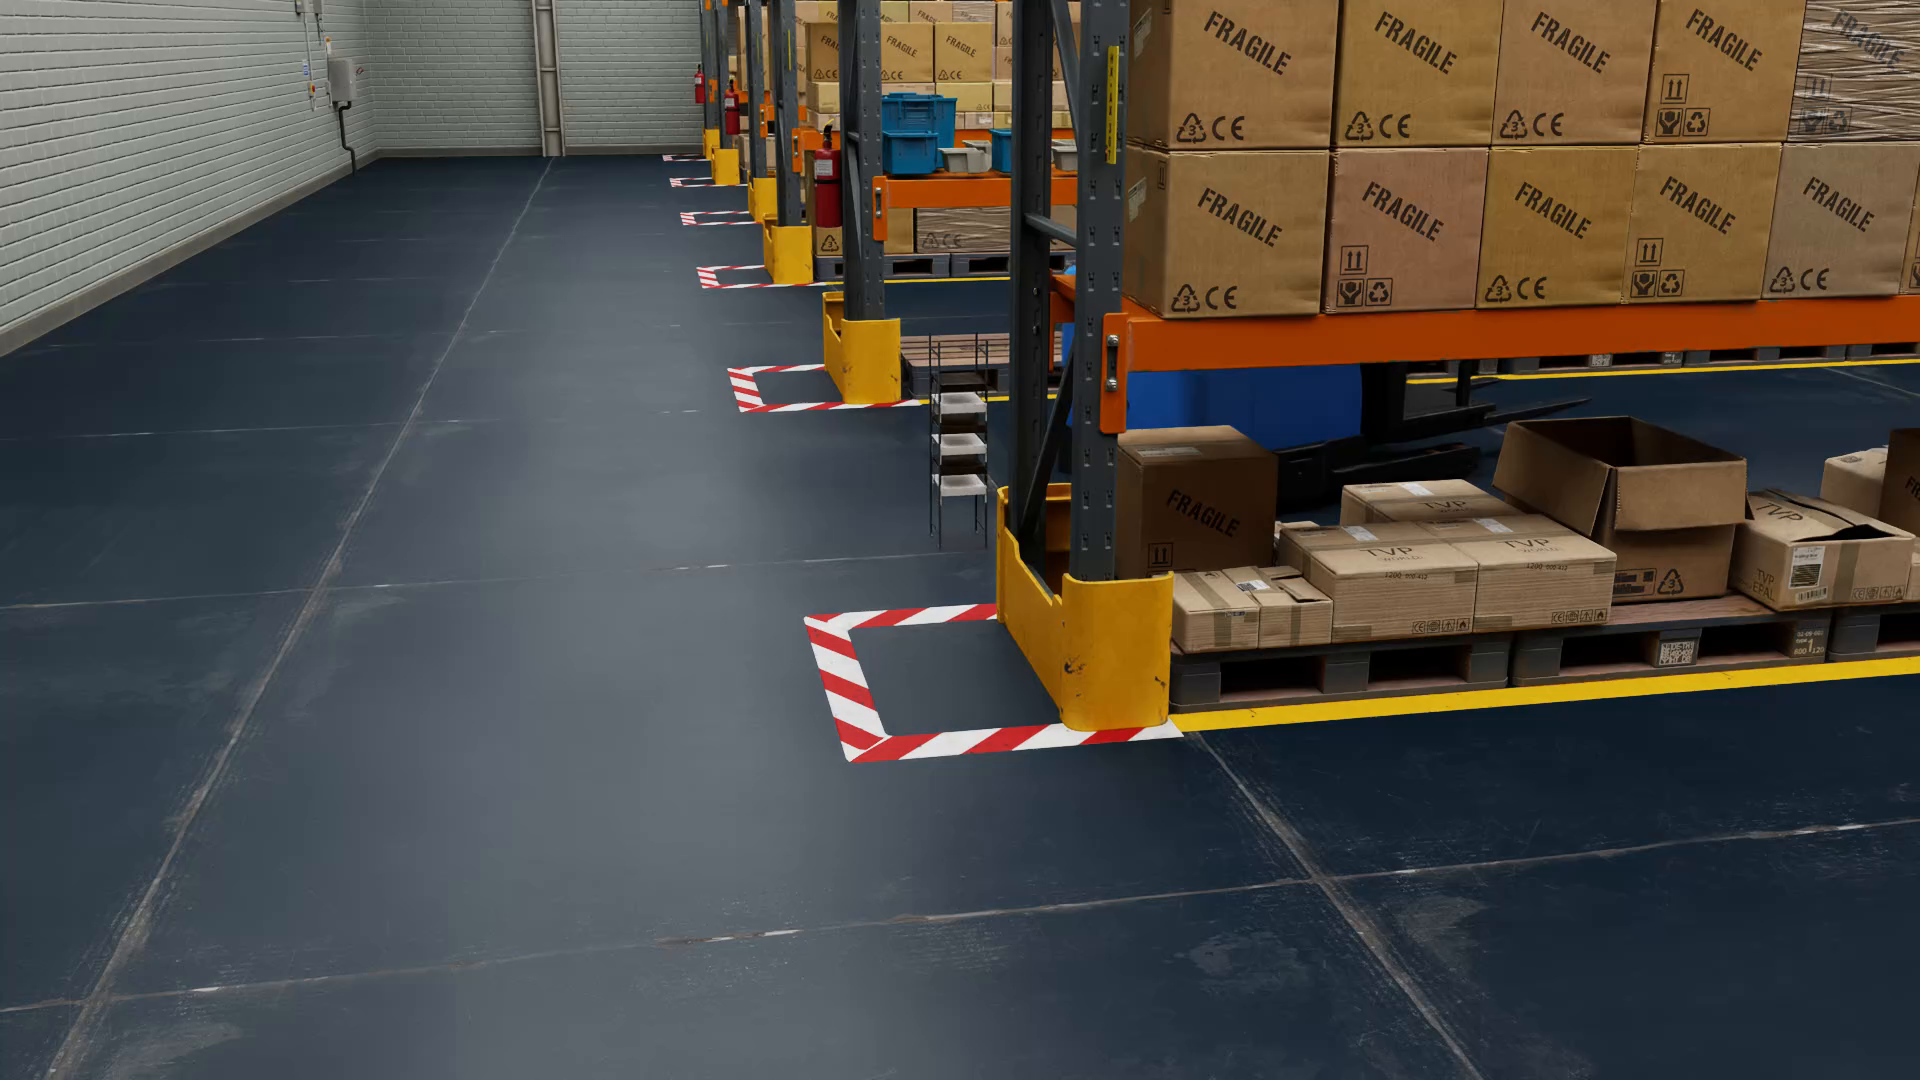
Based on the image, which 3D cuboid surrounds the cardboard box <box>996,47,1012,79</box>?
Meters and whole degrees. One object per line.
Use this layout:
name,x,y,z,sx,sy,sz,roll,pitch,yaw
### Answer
cardboard box,0.611,-5.559,19.610,0.500,0.500,0.500,-4,17,-12

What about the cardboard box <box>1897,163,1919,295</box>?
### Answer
cardboard box,3.312,-1.132,5.701,0.500,0.500,0.500,-3,17,-9

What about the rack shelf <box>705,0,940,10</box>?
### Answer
rack shelf,-2.404,-9.337,28.702,4.000,0.370,1.077,-3,17,-10

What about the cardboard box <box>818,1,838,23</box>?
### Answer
cardboard box,-1.399,-5.930,19.113,0.500,0.500,0.500,-3,17,-9

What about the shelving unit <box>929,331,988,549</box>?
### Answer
shelving unit,-0.008,-0.430,7.161,0.210,0.900,0.258,-3,17,-10

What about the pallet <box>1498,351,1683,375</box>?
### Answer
pallet,4.090,-1.341,11.302,1.213,0.211,1.003,-3,17,-10

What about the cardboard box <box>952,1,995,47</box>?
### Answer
cardboard box,0.121,-6.015,19.391,0.500,0.500,0.500,-3,17,-9

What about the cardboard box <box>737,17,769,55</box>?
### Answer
cardboard box,-2.897,-7.175,23.674,0.500,0.500,0.500,-4,17,-12

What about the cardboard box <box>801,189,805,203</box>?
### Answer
cardboard box,-1.809,-4.058,19.540,0.250,0.149,0.380,-3,17,-9

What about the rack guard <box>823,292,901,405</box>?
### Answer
rack guard,-0.624,-1.220,10.417,0.348,0.500,1.175,-3,17,-10

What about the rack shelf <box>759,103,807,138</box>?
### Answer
rack shelf,-0.421,-5.051,19.857,4.000,0.370,1.077,-3,17,-10

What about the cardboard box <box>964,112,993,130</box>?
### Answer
cardboard box,0.130,-3.725,14.742,0.250,0.149,0.380,-3,17,-11

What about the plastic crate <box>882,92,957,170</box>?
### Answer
plastic crate,-0.310,-2.538,10.288,0.499,0.435,0.616,-3,17,-10

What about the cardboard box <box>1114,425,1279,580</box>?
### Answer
cardboard box,0.820,-0.109,6.049,0.500,0.500,0.500,-3,17,-10

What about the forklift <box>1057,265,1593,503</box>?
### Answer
forklift,1.993,-1.799,8.161,3.031,2.935,1.130,-11,20,-31

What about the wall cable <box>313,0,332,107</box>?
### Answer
wall cable,-9.235,-7.278,24.152,0.122,1.984,0.588,-3,17,-10

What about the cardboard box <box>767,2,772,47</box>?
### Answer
cardboard box,-1.982,-6.049,19.500,0.500,0.500,0.500,-4,17,-12

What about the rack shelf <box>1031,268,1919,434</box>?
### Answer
rack shelf,2.296,-0.760,5.885,4.000,0.370,1.077,-3,17,-10

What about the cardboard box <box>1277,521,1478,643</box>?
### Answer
cardboard box,1.411,0.136,5.679,0.500,0.250,0.500,-3,17,-10

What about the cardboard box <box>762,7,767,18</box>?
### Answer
cardboard box,-2.778,-7.516,23.678,0.250,0.149,0.380,-3,17,-9

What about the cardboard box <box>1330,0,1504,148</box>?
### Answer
cardboard box,1.330,-1.498,5.190,0.500,0.500,0.500,-3,17,-10

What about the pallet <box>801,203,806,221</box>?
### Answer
pallet,-1.506,-3.990,19.926,1.213,0.211,1.003,-3,17,-10

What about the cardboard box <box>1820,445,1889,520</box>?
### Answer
cardboard box,3.807,-0.179,6.599,0.500,0.311,0.500,-3,17,-10

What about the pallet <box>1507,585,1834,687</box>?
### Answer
pallet,2.385,0.225,6.203,1.213,0.211,1.003,-3,17,-10

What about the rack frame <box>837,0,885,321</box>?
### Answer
rack frame,-0.603,-2.420,10.066,0.127,3.000,1.000,-3,17,-10

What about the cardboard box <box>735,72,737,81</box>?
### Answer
cardboard box,-3.752,-7.982,28.603,0.250,0.149,0.380,-3,17,-9

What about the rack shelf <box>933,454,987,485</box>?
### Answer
rack shelf,-0.008,-0.312,7.198,0.200,0.077,0.258,-3,17,-10

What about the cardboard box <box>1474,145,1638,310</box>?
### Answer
cardboard box,1.817,-1.046,5.422,0.500,0.500,0.500,-3,17,-11

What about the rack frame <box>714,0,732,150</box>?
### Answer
rack frame,-3.423,-6.705,24.016,0.127,3.000,1.000,-3,17,-10

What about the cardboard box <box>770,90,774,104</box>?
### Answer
cardboard box,-2.118,-5.263,19.750,0.250,0.149,0.380,-3,17,-10

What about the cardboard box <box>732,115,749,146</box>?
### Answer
cardboard box,-3.750,-7.150,29.001,0.637,0.503,0.797,-4,18,-13

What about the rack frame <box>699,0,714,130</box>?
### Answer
rack frame,-4.368,-8.136,28.674,0.127,3.000,1.000,-3,17,-10

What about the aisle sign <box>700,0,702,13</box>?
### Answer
aisle sign,-4.379,-9.290,28.005,0.004,0.787,0.394,-3,17,-10

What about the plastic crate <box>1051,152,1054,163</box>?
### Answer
plastic crate,0.450,-2.433,10.453,0.243,0.136,0.396,-3,17,-10

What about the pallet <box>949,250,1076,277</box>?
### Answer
pallet,0.423,-2.649,15.561,1.213,0.211,1.003,-3,17,-10

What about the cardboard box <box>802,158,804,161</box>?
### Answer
cardboard box,-1.913,-4.509,19.992,0.250,0.149,0.380,-3,17,-10

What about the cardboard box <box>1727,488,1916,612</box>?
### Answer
cardboard box,3.018,0.015,5.967,0.500,0.311,0.500,-3,17,-10

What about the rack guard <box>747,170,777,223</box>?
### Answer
rack guard,-2.310,-4.093,19.769,0.348,0.500,1.175,-3,17,-10

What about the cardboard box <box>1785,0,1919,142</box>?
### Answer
cardboard box,2.815,-1.581,5.459,0.500,0.500,0.500,-3,17,-10

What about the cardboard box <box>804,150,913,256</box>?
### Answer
cardboard box,-0.930,-3.092,15.156,0.875,0.875,0.875,-3,17,-10

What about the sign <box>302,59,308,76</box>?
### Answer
sign,-9.006,-6.496,22.876,0.001,0.218,0.327,-3,17,-10

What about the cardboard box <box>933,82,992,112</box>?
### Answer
cardboard box,-0.017,-3.925,14.715,0.500,0.250,0.500,-4,17,-12

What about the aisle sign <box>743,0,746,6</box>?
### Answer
aisle sign,-2.513,-6.609,19.275,0.004,0.787,0.394,-3,17,-10

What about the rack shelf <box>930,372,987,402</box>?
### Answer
rack shelf,-0.008,-0.656,7.092,0.200,0.077,0.258,-3,17,-10

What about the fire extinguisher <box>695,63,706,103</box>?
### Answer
fire extinguisher,-4.425,-7.779,28.280,0.183,0.674,0.296,-3,17,-10

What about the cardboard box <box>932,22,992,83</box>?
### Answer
cardboard box,-0.022,-4.284,14.607,0.500,0.500,0.500,-4,17,-12

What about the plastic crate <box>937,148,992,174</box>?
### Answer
plastic crate,0.032,-2.236,9.812,0.298,0.136,0.250,-3,17,-10

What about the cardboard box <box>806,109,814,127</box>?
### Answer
cardboard box,-1.256,-3.843,15.125,0.250,0.149,0.380,-3,17,-9

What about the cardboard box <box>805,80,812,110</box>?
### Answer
cardboard box,-1.117,-4.022,15.030,0.500,0.250,0.500,-4,17,-11
